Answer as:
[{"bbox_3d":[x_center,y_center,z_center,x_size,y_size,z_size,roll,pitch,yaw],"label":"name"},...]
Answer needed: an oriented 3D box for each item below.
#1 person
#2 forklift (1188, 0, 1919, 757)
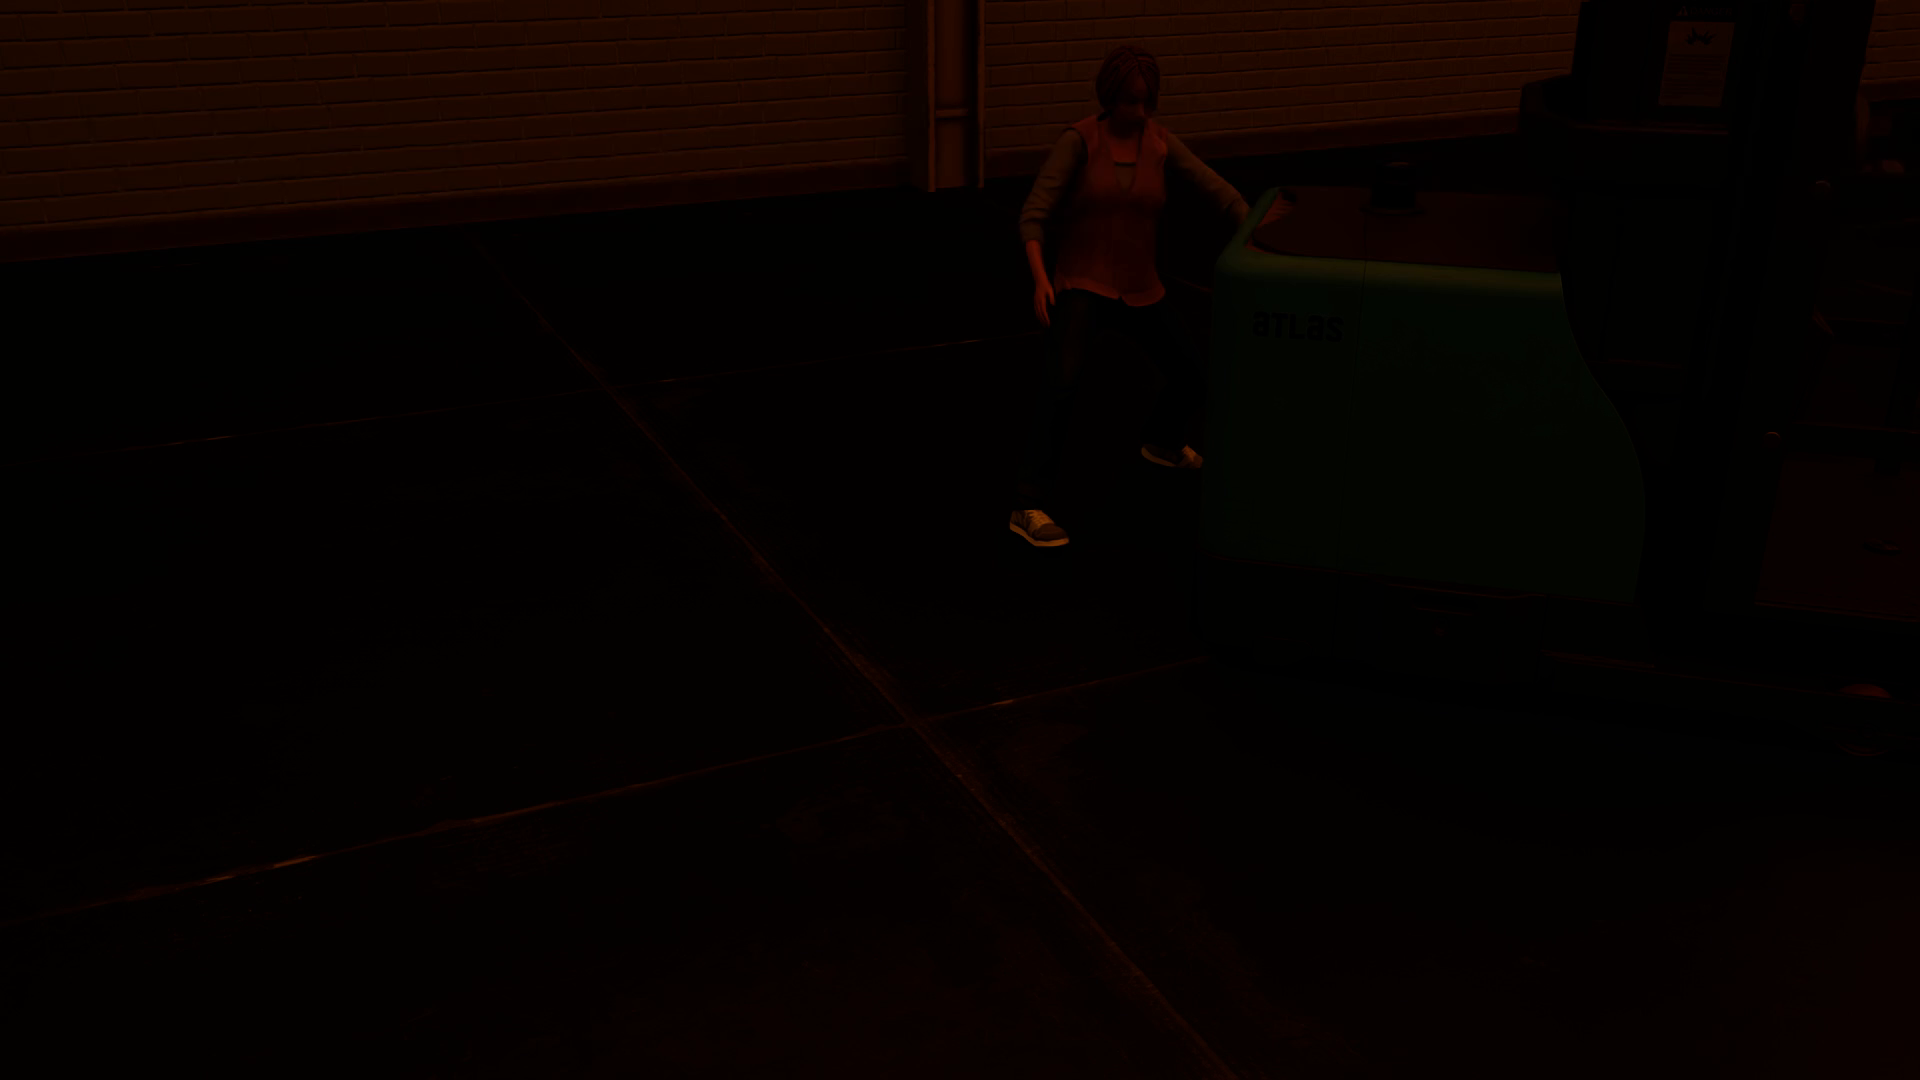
[{"bbox_3d":[0.524,-0.754,5.119,0.869,1.451,0.811,-5,23,-12],"label":"person"},{"bbox_3d":[2.174,-1.054,3.822,3.031,2.935,1.130,7,23,15],"label":"forklift"}]
